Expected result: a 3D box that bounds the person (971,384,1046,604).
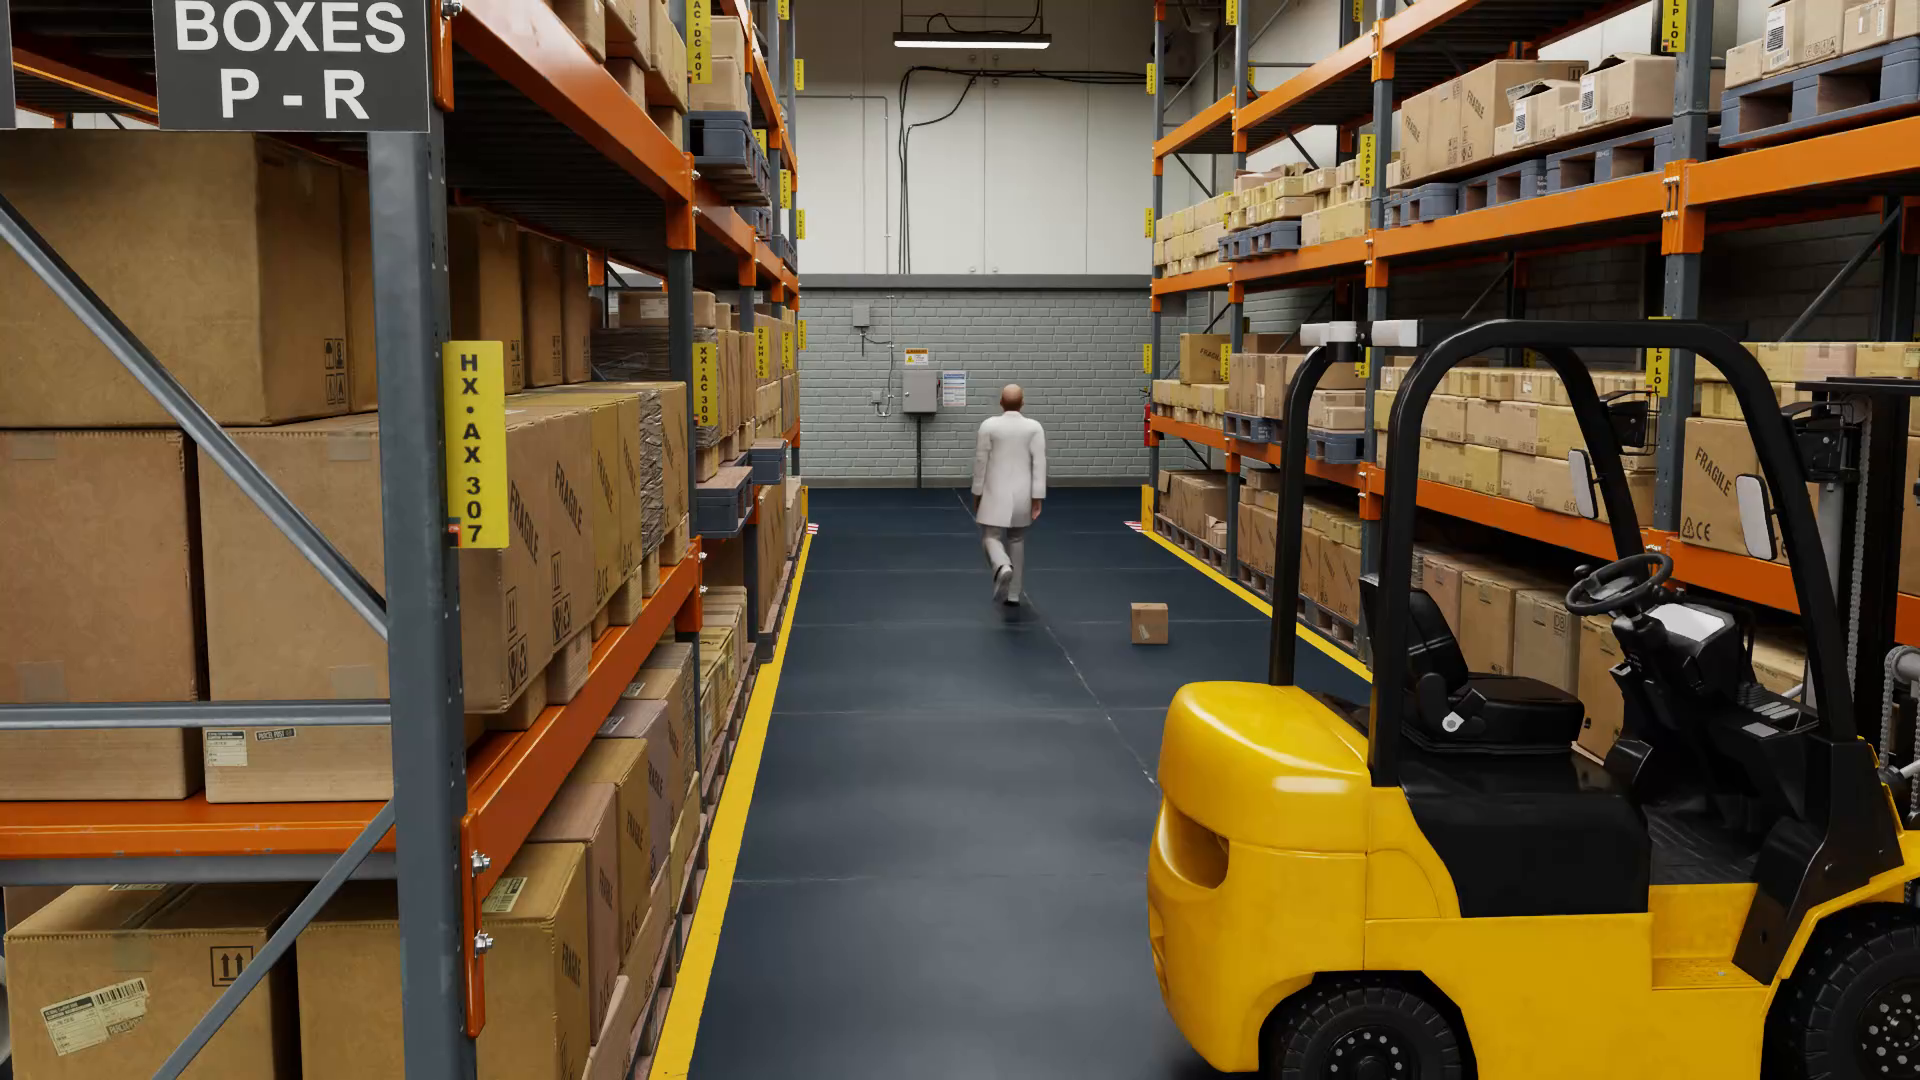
[{"bbox_3d":[0.391,-0.311,13.187,0.575,1.658,0.893,-1,7,-9],"label":"person"}]
